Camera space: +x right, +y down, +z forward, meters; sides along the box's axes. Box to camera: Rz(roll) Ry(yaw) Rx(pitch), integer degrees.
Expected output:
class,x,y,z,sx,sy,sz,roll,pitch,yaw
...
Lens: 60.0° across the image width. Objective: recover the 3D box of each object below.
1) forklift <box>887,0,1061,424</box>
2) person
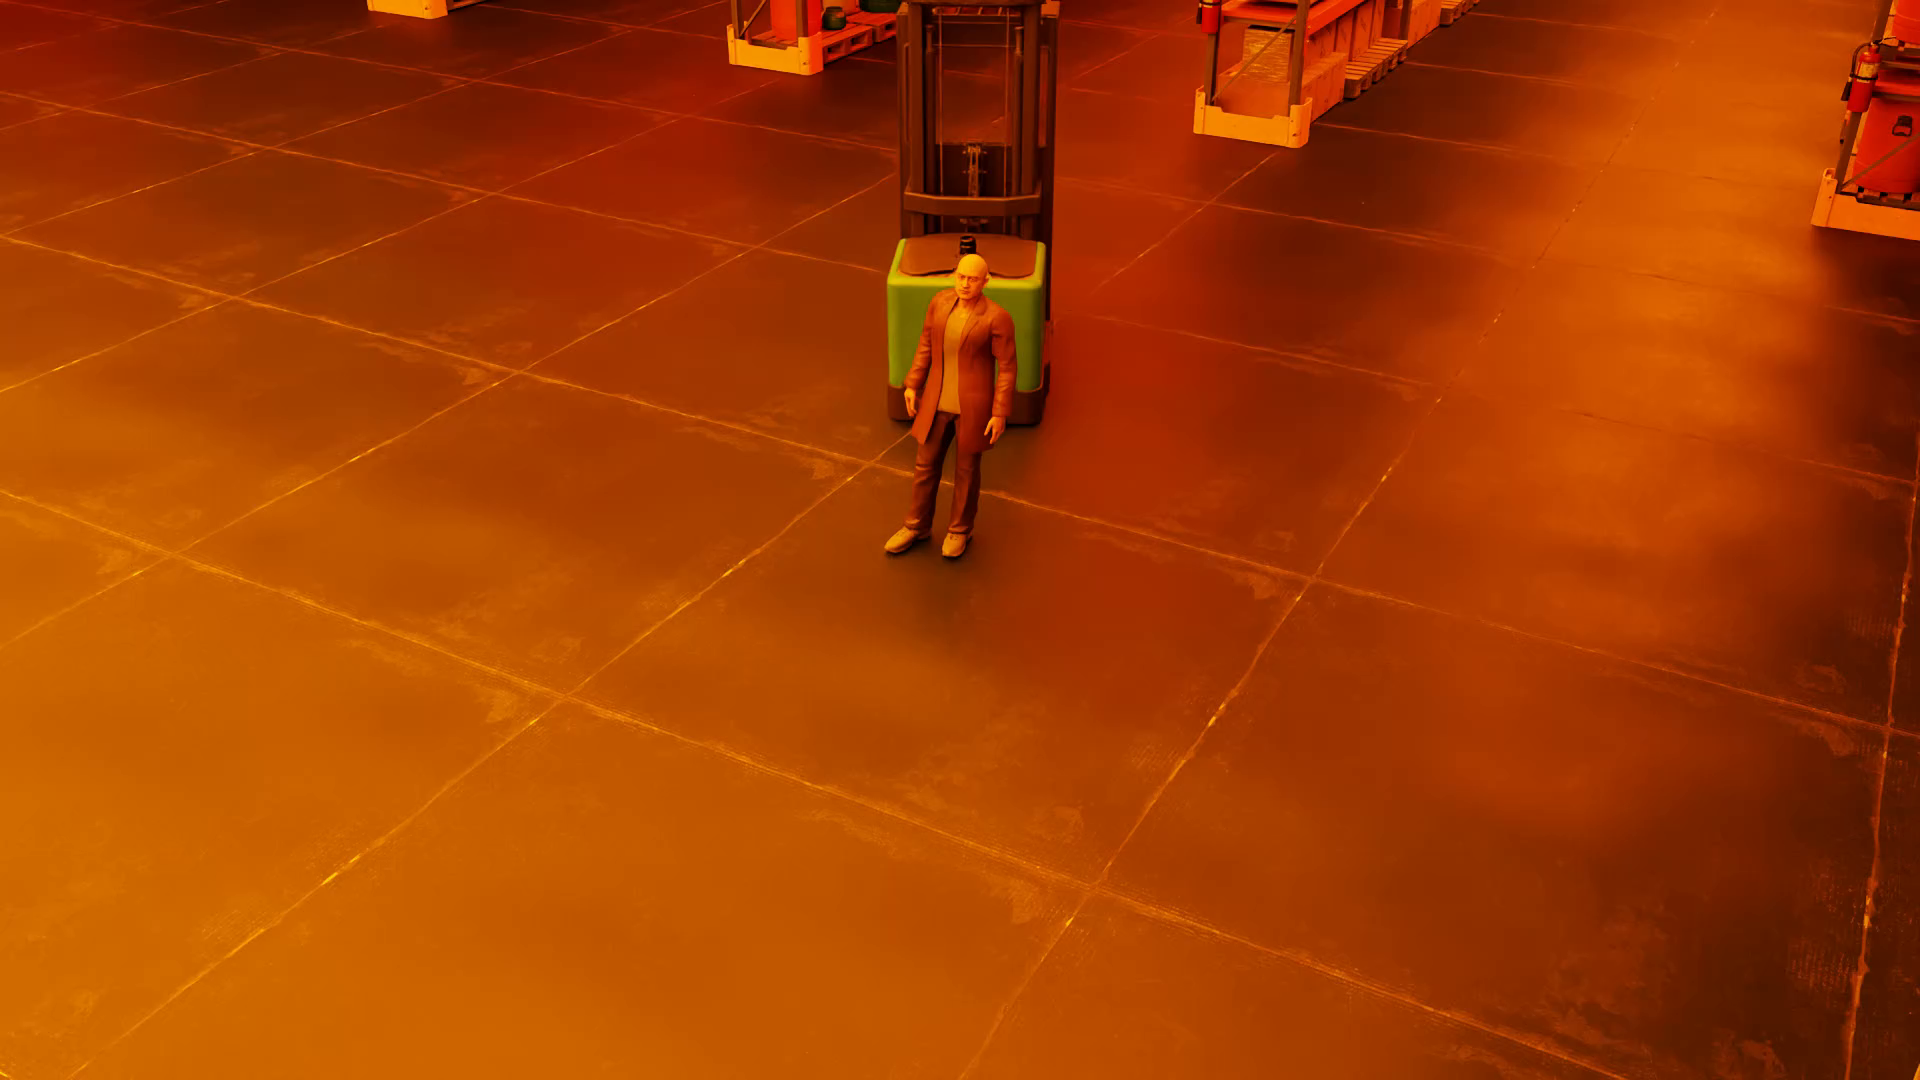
class,x,y,z,sx,sy,sz,roll,pitch,yaw
forklift,0.137,-2.759,11.850,1.130,2.935,3.031,2,30,4
person,-0.048,-0.738,9.488,0.694,1.776,0.582,15,33,25
